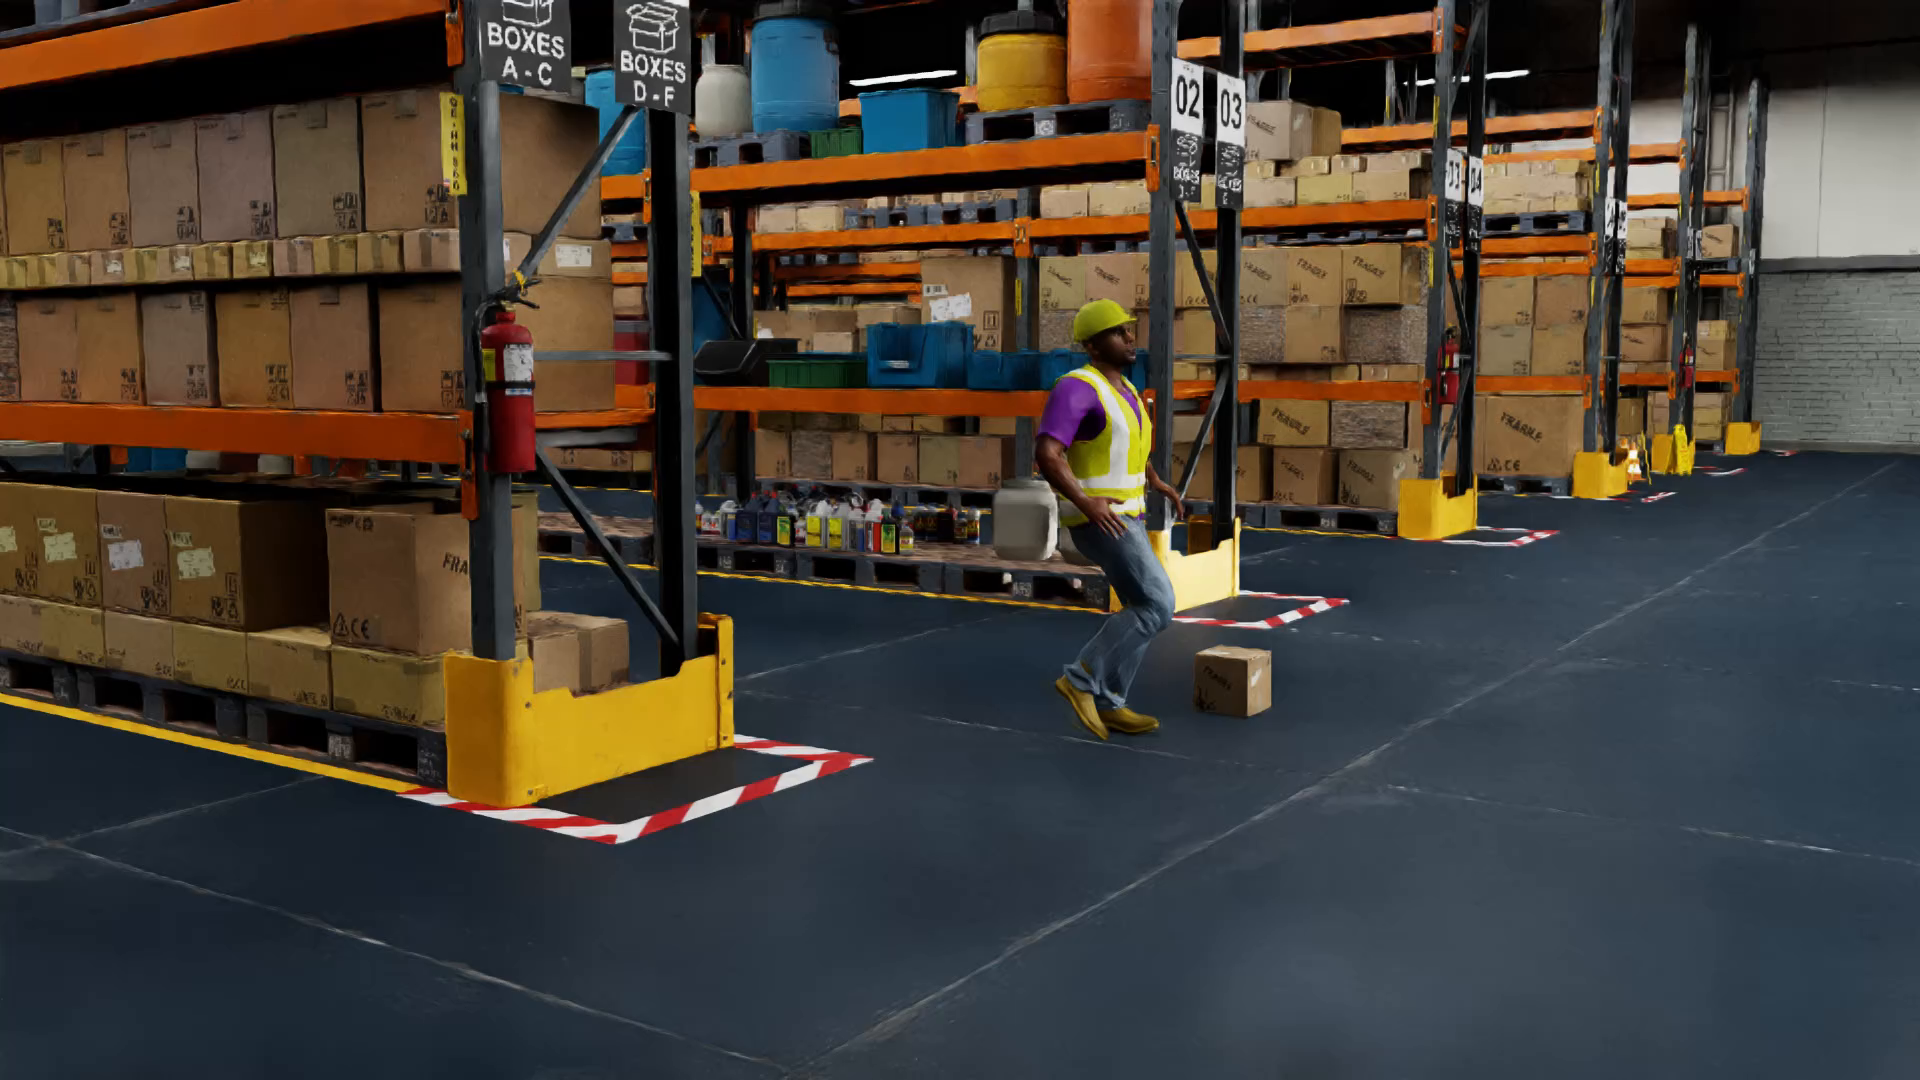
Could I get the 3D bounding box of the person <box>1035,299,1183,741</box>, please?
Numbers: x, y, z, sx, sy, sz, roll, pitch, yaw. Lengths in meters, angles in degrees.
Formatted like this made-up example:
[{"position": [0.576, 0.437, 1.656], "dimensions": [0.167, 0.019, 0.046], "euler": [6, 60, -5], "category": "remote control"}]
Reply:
[{"position": [0.630, -0.086, 6.619], "dimensions": [0.523, 1.732, 0.750], "euler": [2, 7, 19], "category": "person"}]
